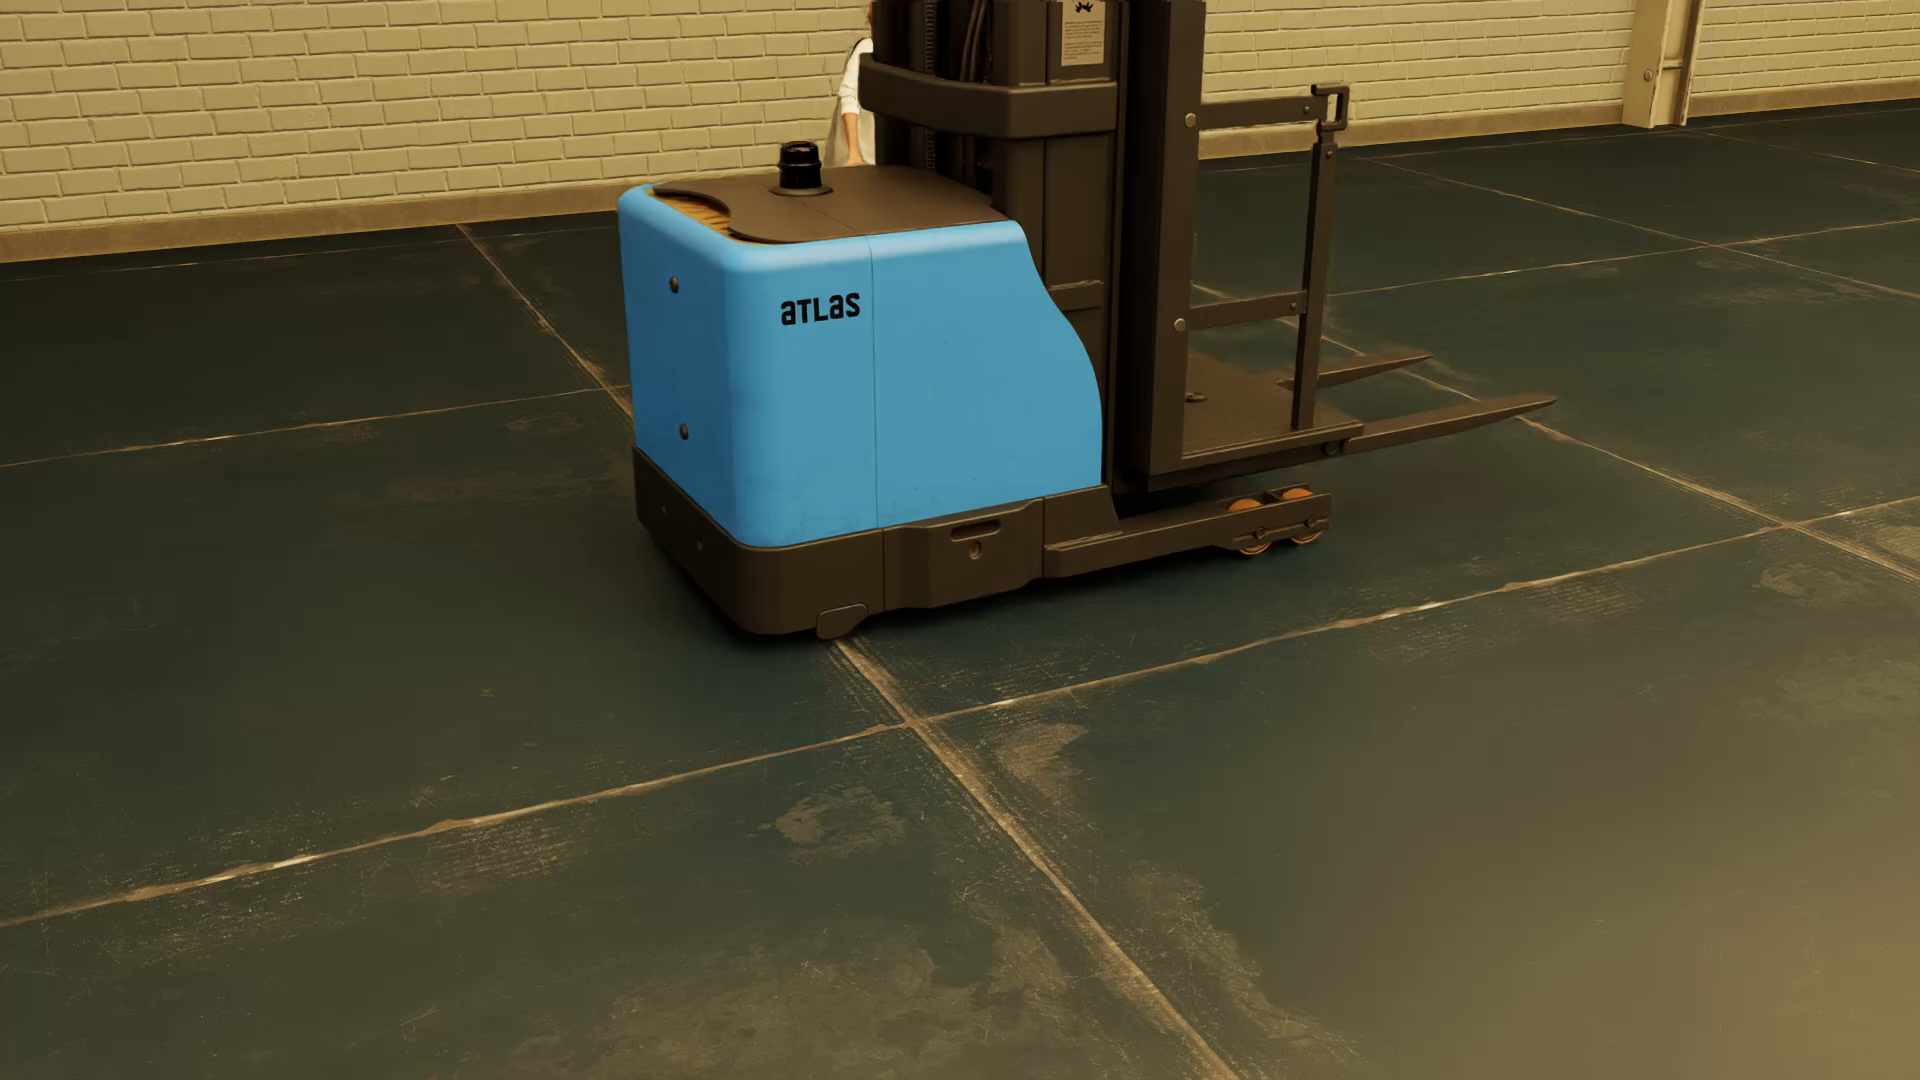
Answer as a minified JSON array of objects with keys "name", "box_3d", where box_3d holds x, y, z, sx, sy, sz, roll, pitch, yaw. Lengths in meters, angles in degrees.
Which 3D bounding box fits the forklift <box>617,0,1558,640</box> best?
[{"name":"forklift","box_3d":[0.556,-1.474,4.835,3.031,2.935,1.130,-11,25,-26]}]

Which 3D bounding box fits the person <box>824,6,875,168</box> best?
[{"name":"person","box_3d":[-0.257,-1.648,7.261,0.688,1.421,0.636,-7,23,-16]}]
